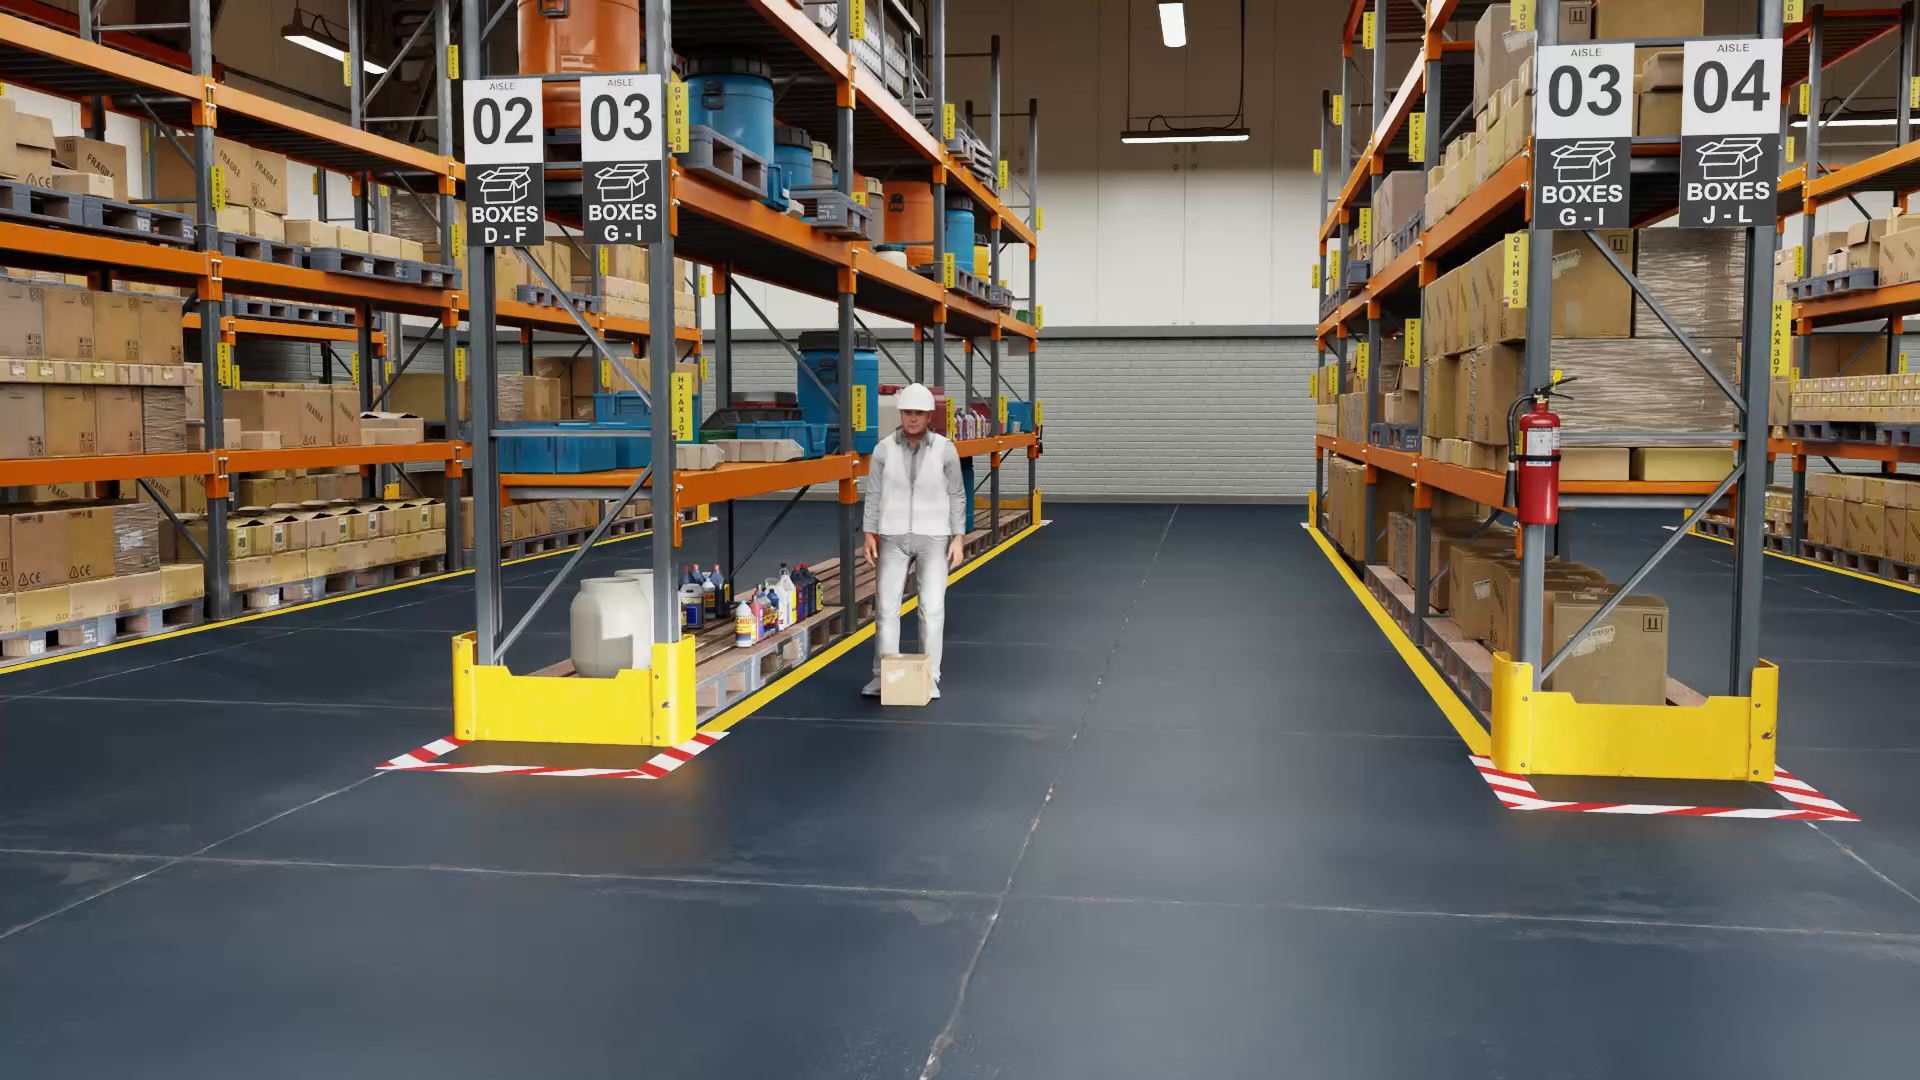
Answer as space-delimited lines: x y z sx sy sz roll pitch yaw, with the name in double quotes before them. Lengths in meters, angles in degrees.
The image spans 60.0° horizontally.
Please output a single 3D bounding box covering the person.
"person" -0.260 -0.001 9.470 0.589 1.772 0.464 1 4 7
